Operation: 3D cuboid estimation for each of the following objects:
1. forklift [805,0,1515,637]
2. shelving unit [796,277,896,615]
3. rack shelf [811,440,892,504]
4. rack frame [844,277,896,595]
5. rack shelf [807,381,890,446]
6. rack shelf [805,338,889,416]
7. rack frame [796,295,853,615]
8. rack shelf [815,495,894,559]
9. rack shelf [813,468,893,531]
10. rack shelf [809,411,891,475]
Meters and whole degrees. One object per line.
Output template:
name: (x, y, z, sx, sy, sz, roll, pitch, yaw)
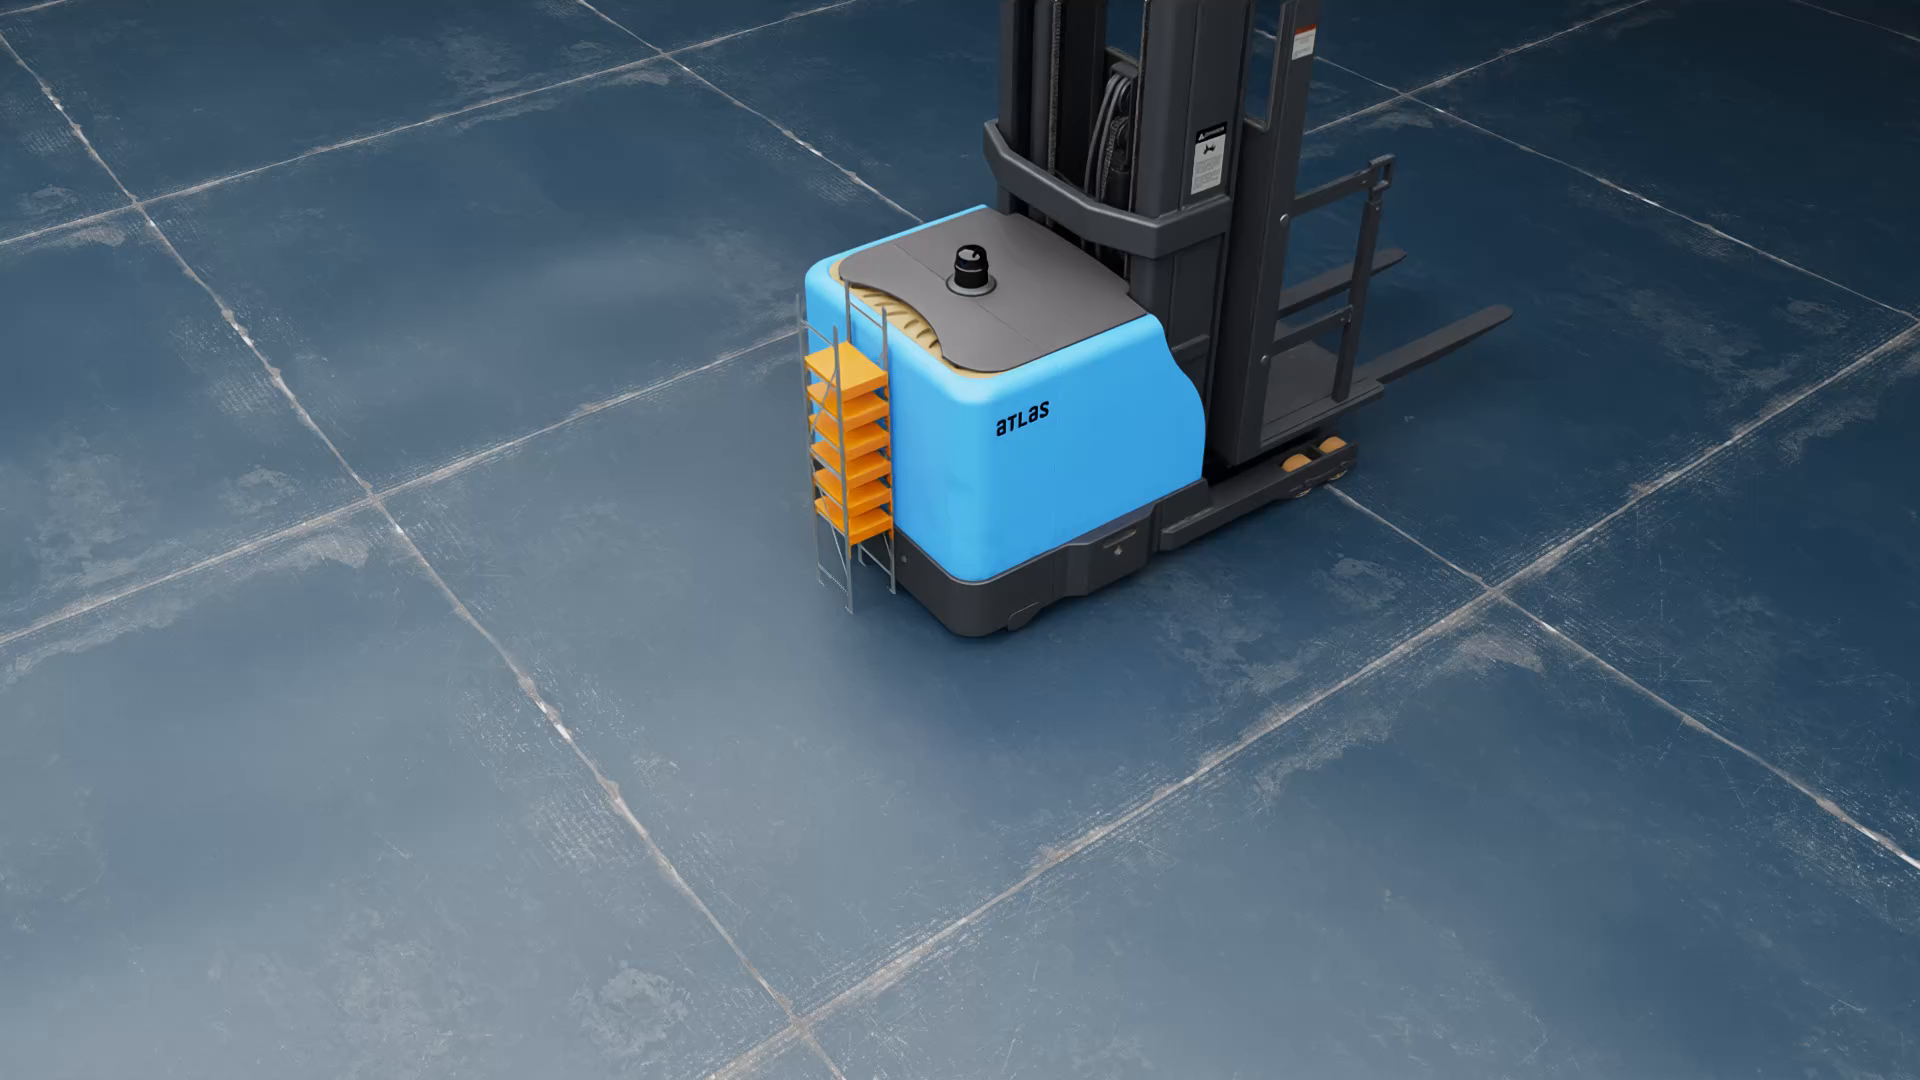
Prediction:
forklift: (0.943, -1.547, 5.825, 3.031, 2.935, 1.130, -25, 45, -27)
shelving unit: (-0.378, -0.292, 5.660, 0.189, 1.200, 0.258, -25, 45, -27)
rack shelf: (-0.378, -0.258, 5.688, 0.180, 0.103, 0.258, -25, 45, -27)
rack frame: (-0.304, -0.326, 5.701, 0.006, 1.200, 0.240, -25, 45, -27)
rack shelf: (-0.378, -0.443, 5.536, 0.180, 0.103, 0.258, -25, 45, -27)
rack shelf: (-0.378, -0.536, 5.460, 0.180, 0.103, 0.258, -25, 45, -27)
rack frame: (-0.453, -0.258, 5.619, 0.006, 1.200, 0.240, -25, 45, -27)
rack shelf: (-0.378, -0.072, 5.840, 0.180, 0.103, 0.258, -25, 45, -27)
rack shelf: (-0.378, -0.165, 5.764, 0.180, 0.103, 0.258, -25, 45, -27)
rack shelf: (-0.378, -0.350, 5.612, 0.180, 0.103, 0.258, -25, 45, -27)
